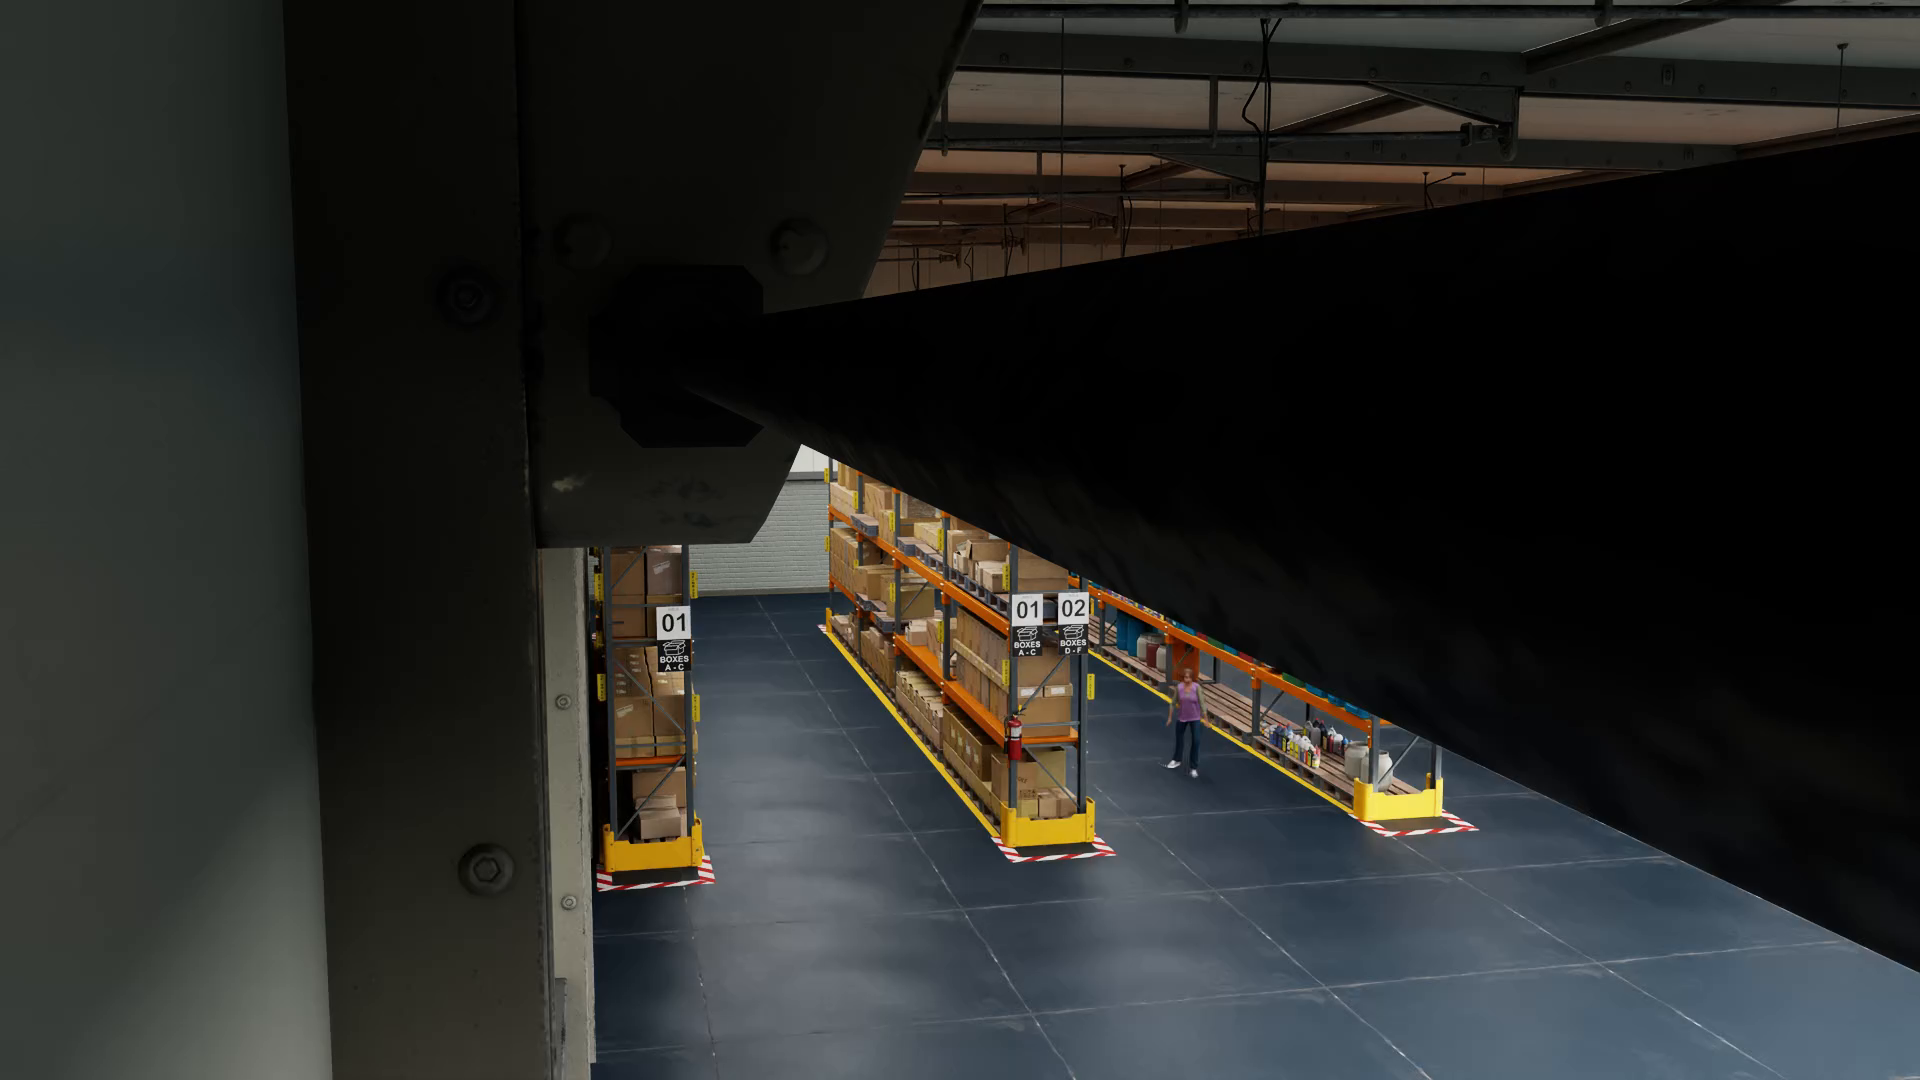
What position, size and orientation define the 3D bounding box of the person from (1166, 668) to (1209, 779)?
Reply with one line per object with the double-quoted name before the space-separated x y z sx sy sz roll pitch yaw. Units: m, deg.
"person" 3.358 2.664 24.476 0.639 1.612 0.608 2 7 16
